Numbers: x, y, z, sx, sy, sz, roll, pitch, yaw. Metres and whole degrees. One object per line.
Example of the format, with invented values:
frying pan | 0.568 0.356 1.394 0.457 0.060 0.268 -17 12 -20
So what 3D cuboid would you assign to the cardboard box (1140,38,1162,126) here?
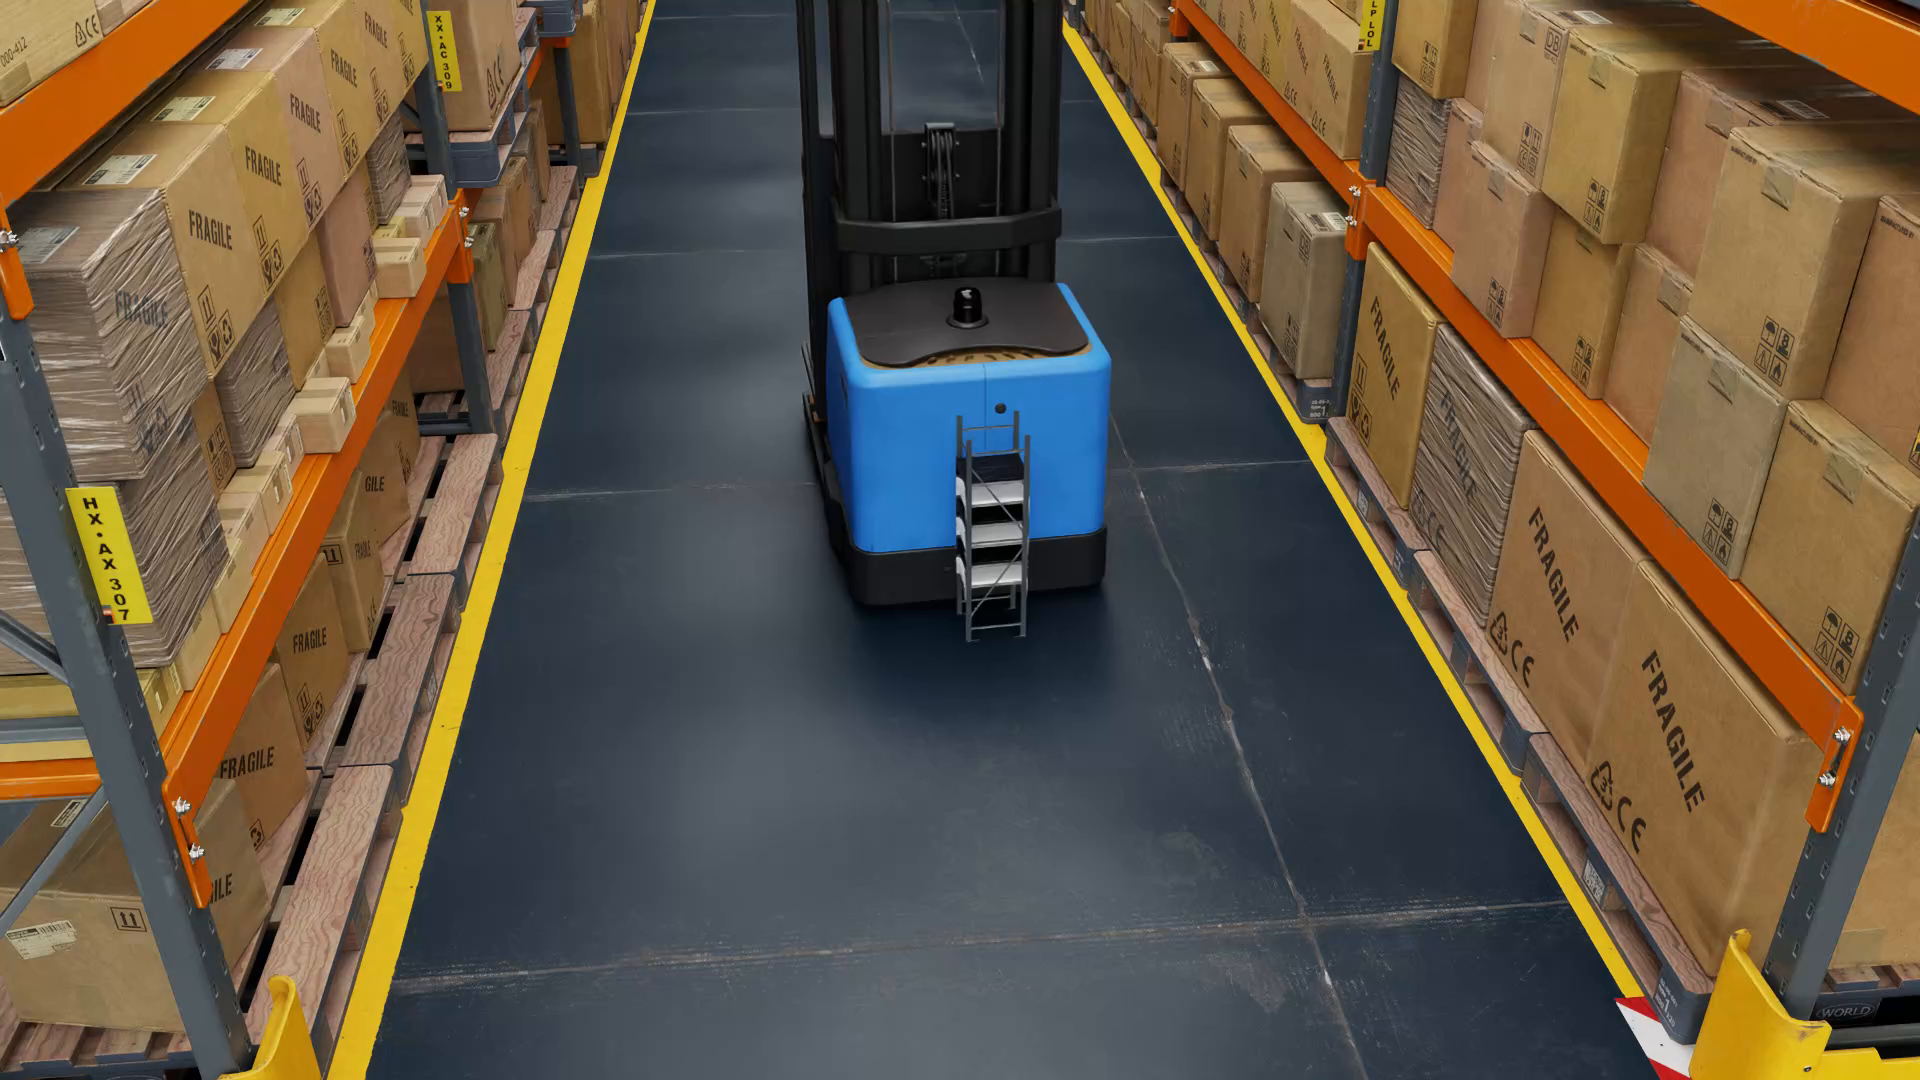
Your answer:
cardboard box | 1.587 -3.268 11.824 0.500 0.500 0.500 -3 31 -5

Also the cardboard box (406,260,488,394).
cardboard box | -2.702 -1.039 8.073 0.700 0.500 0.500 -5 31 -8

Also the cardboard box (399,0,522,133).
cardboard box | -2.600 -2.459 7.447 1.000 1.000 1.000 -3 31 -4

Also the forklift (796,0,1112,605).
forklift | -0.164 -1.736 7.298 1.130 2.935 3.031 -5 31 -9

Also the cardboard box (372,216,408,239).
cardboard box | -2.375 -1.147 6.490 0.380 0.149 0.250 -3 31 -5

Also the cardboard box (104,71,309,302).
cardboard box | -2.160 -0.971 4.588 0.500 0.500 0.500 -3 31 -5

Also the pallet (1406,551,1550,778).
pallet | 2.392 0.419 6.343 1.003 0.211 1.213 -3 31 -5

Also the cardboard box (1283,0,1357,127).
cardboard box | 1.920 -2.349 8.161 0.500 0.500 0.500 -3 31 -5

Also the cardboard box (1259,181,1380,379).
cardboard box | 2.135 -1.322 8.322 1.050 0.750 0.750 -3 31 -5

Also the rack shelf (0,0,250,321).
rack shelf | -2.479 -1.567 4.724 1.077 0.370 4.000 -3 31 -5

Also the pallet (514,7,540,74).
pallet | -2.814 -2.560 8.798 1.003 0.211 1.213 -3 31 -5

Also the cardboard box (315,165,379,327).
cardboard box | -2.526 -1.039 5.677 0.875 0.500 0.500 -3 31 -5

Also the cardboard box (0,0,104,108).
cardboard box | -2.080 -1.048 3.301 0.500 0.250 0.500 -2 31 -3

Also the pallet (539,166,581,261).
pallet | -2.968 -2.055 10.484 1.003 0.211 1.213 -3 31 -5

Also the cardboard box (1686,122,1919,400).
cardboard box | 2.517 -0.748 4.378 0.875 0.550 0.550 -3 31 -5

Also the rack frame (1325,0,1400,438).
rack frame | 2.282 -1.795 7.330 1.000 3.000 0.127 -3 31 -5

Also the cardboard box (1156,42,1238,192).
cardboard box | 1.876 -2.736 10.690 1.050 0.750 0.750 -3 31 -5

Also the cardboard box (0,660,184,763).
cardboard box | -2.081 0.384 3.926 0.380 0.149 0.250 -3 31 -5

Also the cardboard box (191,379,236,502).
cardboard box | -2.482 -0.269 4.387 0.875 0.500 0.500 -3 31 -5

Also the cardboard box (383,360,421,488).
cardboard box | -2.668 -0.510 7.207 0.500 0.500 0.500 -4 31 -6

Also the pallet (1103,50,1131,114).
pallet | 1.726 -3.660 13.172 1.003 0.211 1.213 -3 31 -5

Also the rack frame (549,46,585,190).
rack frame | -3.039 -3.651 10.437 1.000 3.000 0.127 -3 31 -5

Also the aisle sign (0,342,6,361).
aisle sign | -1.987 -0.665 2.904 0.394 0.787 0.004 -3 31 -5

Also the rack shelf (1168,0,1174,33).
rack shelf | 1.722 -4.549 12.643 1.077 0.370 4.000 -3 31 -5

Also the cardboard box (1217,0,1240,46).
cardboard box | 1.779 -3.121 9.452 0.500 0.500 0.500 -3 31 -5

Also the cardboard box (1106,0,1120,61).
cardboard box | 1.453 -4.060 13.150 0.500 0.500 0.500 -2 31 -4

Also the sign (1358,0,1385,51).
sign | 1.743 -2.227 7.001 0.100 0.325 0.005 -3 31 -5

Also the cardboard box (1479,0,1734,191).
cardboard box | 2.363 -1.575 5.763 0.875 0.550 0.550 -3 31 -5

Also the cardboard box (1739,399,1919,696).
cardboard box | 2.576 -0.004 4.186 0.875 0.550 0.550 -3 31 -5

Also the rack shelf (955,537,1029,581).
rack shelf | 0.124 0.062 6.509 0.258 0.077 0.200 -5 31 -9

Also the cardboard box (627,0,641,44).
cardboard box | -3.333 -4.636 13.748 1.225 0.875 0.875 -3 31 -4

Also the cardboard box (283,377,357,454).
cardboard box | -2.125 -0.386 5.216 0.380 0.149 0.250 -3 31 -5

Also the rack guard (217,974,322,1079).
rack guard | -2.299 1.468 4.305 1.175 0.500 0.348 -3 31 -5

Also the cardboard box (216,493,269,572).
cardboard box | -2.138 0.001 4.569 0.380 0.149 0.250 -3 31 -5

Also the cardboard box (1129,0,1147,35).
cardboard box | 1.525 -3.860 12.084 0.500 0.250 0.500 -2 31 -4

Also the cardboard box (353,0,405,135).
cardboard box | -2.302 -1.737 5.870 0.500 0.500 0.500 -3 31 -5

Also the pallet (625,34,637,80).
pallet | -3.266 -4.106 13.918 1.003 0.211 1.213 -3 31 -5

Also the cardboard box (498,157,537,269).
cardboard box | -2.832 -1.854 9.437 0.700 0.500 0.500 0 31 0

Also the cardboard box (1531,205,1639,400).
cardboard box | 2.485 -0.845 5.593 0.875 0.550 0.500 -3 31 -5

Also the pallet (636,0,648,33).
pallet | -3.406 -4.888 15.228 1.003 0.211 1.213 -3 31 -5

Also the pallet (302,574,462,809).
pallet | -2.450 0.554 6.117 1.003 0.211 1.213 -3 31 -5

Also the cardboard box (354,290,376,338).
cardboard box | -2.285 -0.765 5.850 0.380 0.149 0.250 -3 31 -5

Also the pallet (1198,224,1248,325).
pallet | 2.018 -1.612 9.744 1.003 0.211 1.213 -3 31 -5

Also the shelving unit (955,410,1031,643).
shelving unit | 0.124 -0.044 6.445 0.258 0.900 0.210 -5 31 -9

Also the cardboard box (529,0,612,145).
cardboard box | -3.083 -3.273 11.466 1.225 0.875 0.875 -4 31 -7

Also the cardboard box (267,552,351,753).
cardboard box | -2.463 0.383 5.713 0.500 0.500 0.500 0 31 0

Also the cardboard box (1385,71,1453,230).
cardboard box | 2.329 -1.671 6.977 0.875 0.550 0.550 -3 31 -5

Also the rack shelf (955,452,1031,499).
rack shelf | 0.124 -0.247 6.324 0.258 0.077 0.200 -5 31 -9

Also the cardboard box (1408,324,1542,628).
cardboard box | 2.359 -0.279 6.454 0.875 0.875 0.875 -3 31 -4

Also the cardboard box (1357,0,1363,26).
cardboard box | 2.230 -2.520 7.472 0.700 0.500 0.500 -3 31 -5
